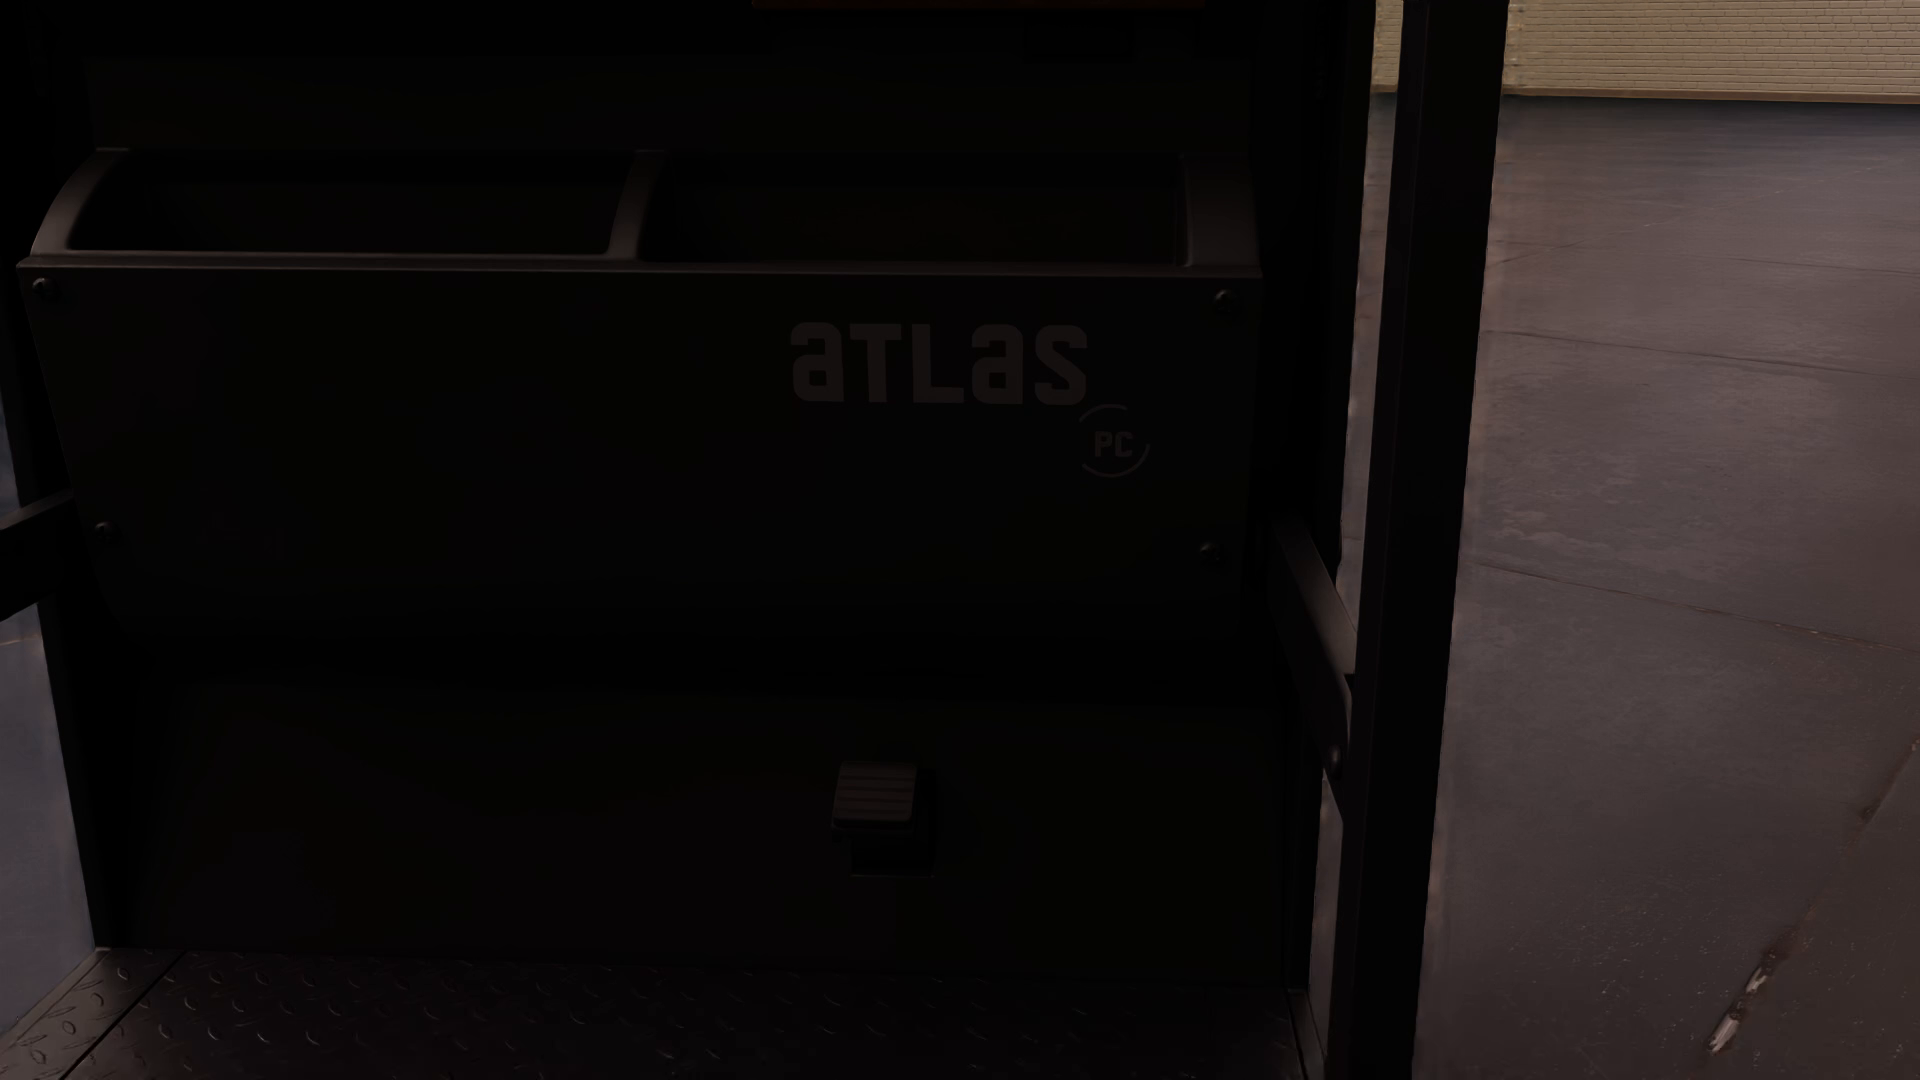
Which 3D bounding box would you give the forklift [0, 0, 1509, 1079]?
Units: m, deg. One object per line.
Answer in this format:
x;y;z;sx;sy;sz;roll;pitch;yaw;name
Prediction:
-0.253;-0.623;0.949;1.130;2.935;3.031;1;17;4;forklift
